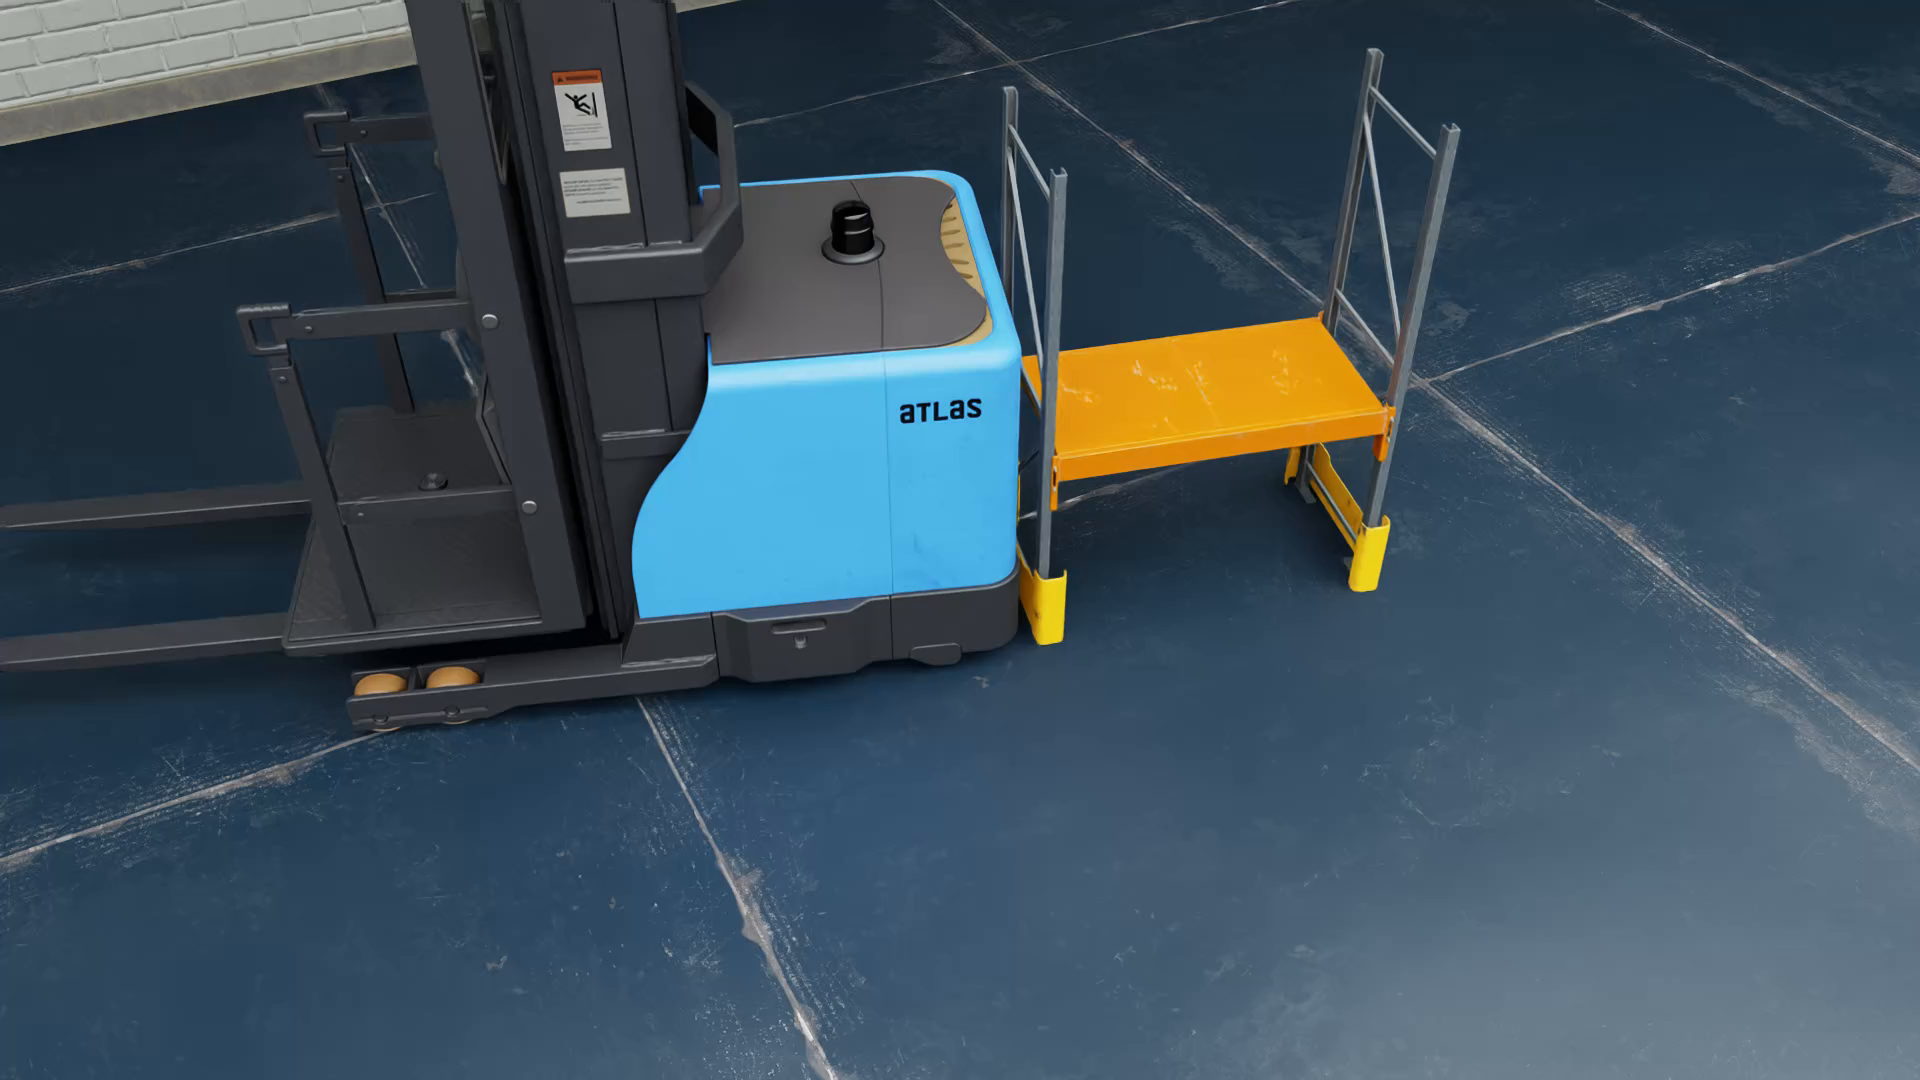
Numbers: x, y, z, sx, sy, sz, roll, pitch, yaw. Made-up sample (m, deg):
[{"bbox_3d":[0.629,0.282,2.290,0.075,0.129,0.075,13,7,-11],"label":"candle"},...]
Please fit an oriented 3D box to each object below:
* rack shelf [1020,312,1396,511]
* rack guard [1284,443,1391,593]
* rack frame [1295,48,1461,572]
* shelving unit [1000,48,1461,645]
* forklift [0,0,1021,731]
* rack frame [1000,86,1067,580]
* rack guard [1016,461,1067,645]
[{"bbox_3d":[0.678,-0.387,4.825,1.000,0.185,0.538,-9,41,-10],"label":"rack shelf"},{"bbox_3d":[1.171,-0.123,5.202,0.087,0.250,0.587,-9,41,-10],"label":"rack guard"},{"bbox_3d":[1.173,-0.600,4.798,0.032,1.500,0.500,-9,41,-10],"label":"rack frame"},{"bbox_3d":[0.687,-0.526,4.711,1.083,1.500,0.587,-9,41,-10],"label":"shelving unit"},{"bbox_3d":[-1.391,-0.953,4.107,3.031,2.935,1.130,-5,41,-6],"label":"forklift"},{"bbox_3d":[0.183,-0.449,4.620,0.032,1.500,0.500,-9,41,-10],"label":"rack frame"},{"bbox_3d":[0.202,0.025,5.027,0.087,0.250,0.587,-9,41,-10],"label":"rack guard"}]
